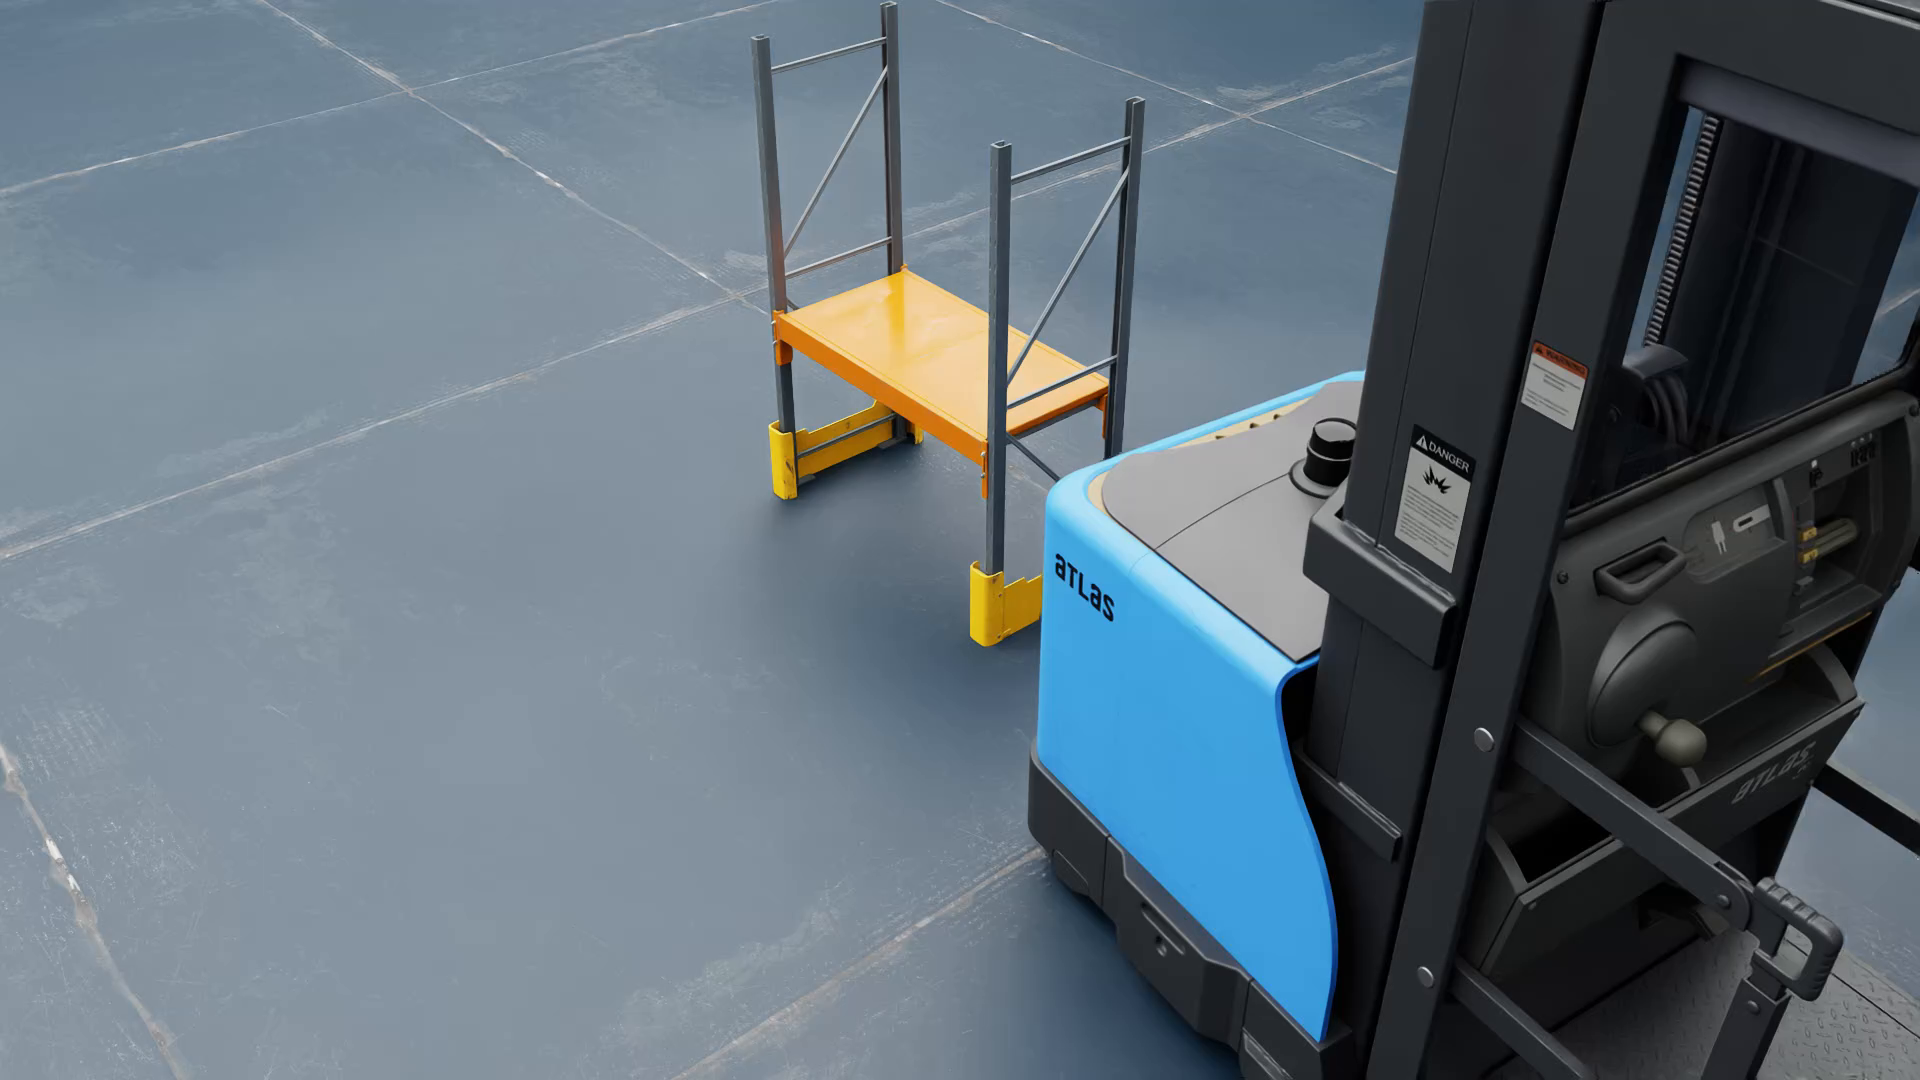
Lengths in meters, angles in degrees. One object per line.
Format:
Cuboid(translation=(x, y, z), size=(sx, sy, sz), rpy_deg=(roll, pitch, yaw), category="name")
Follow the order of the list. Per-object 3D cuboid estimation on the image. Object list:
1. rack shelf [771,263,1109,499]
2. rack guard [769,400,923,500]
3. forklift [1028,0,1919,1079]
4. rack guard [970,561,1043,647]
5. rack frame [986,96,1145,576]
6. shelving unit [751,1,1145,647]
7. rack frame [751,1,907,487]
Cuboid(translation=(-0.055, -0.503, 4.974), size=(0.538, 0.185, 1.000), rpy_deg=(-26, 43, -32), category="rack shelf")
Cuboid(translation=(-0.371, -0.356, 5.536), size=(0.587, 0.250, 0.087), rpy_deg=(-26, 43, -32), category="rack guard")
Cuboid(translation=(1.388, 0.118, 2.547), size=(1.130, 2.935, 3.031), rpy_deg=(-20, 40, -26), category="forklift")
Cuboid(translation=(0.272, 0.084, 4.915), size=(0.587, 0.250, 0.087), rpy_deg=(-26, 43, -32), category="rack guard")
Cuboid(translation=(0.273, -0.425, 4.553), size=(0.500, 1.500, 0.032), rpy_deg=(-26, 43, -32), category="rack frame")
Cuboid(translation=(-0.049, -0.646, 4.864), size=(0.587, 1.500, 1.083), rpy_deg=(-26, 43, -32), category="shelving unit")
Cuboid(translation=(-0.383, -0.874, 5.187), size=(0.500, 1.500, 0.032), rpy_deg=(-26, 43, -32), category="rack frame")
